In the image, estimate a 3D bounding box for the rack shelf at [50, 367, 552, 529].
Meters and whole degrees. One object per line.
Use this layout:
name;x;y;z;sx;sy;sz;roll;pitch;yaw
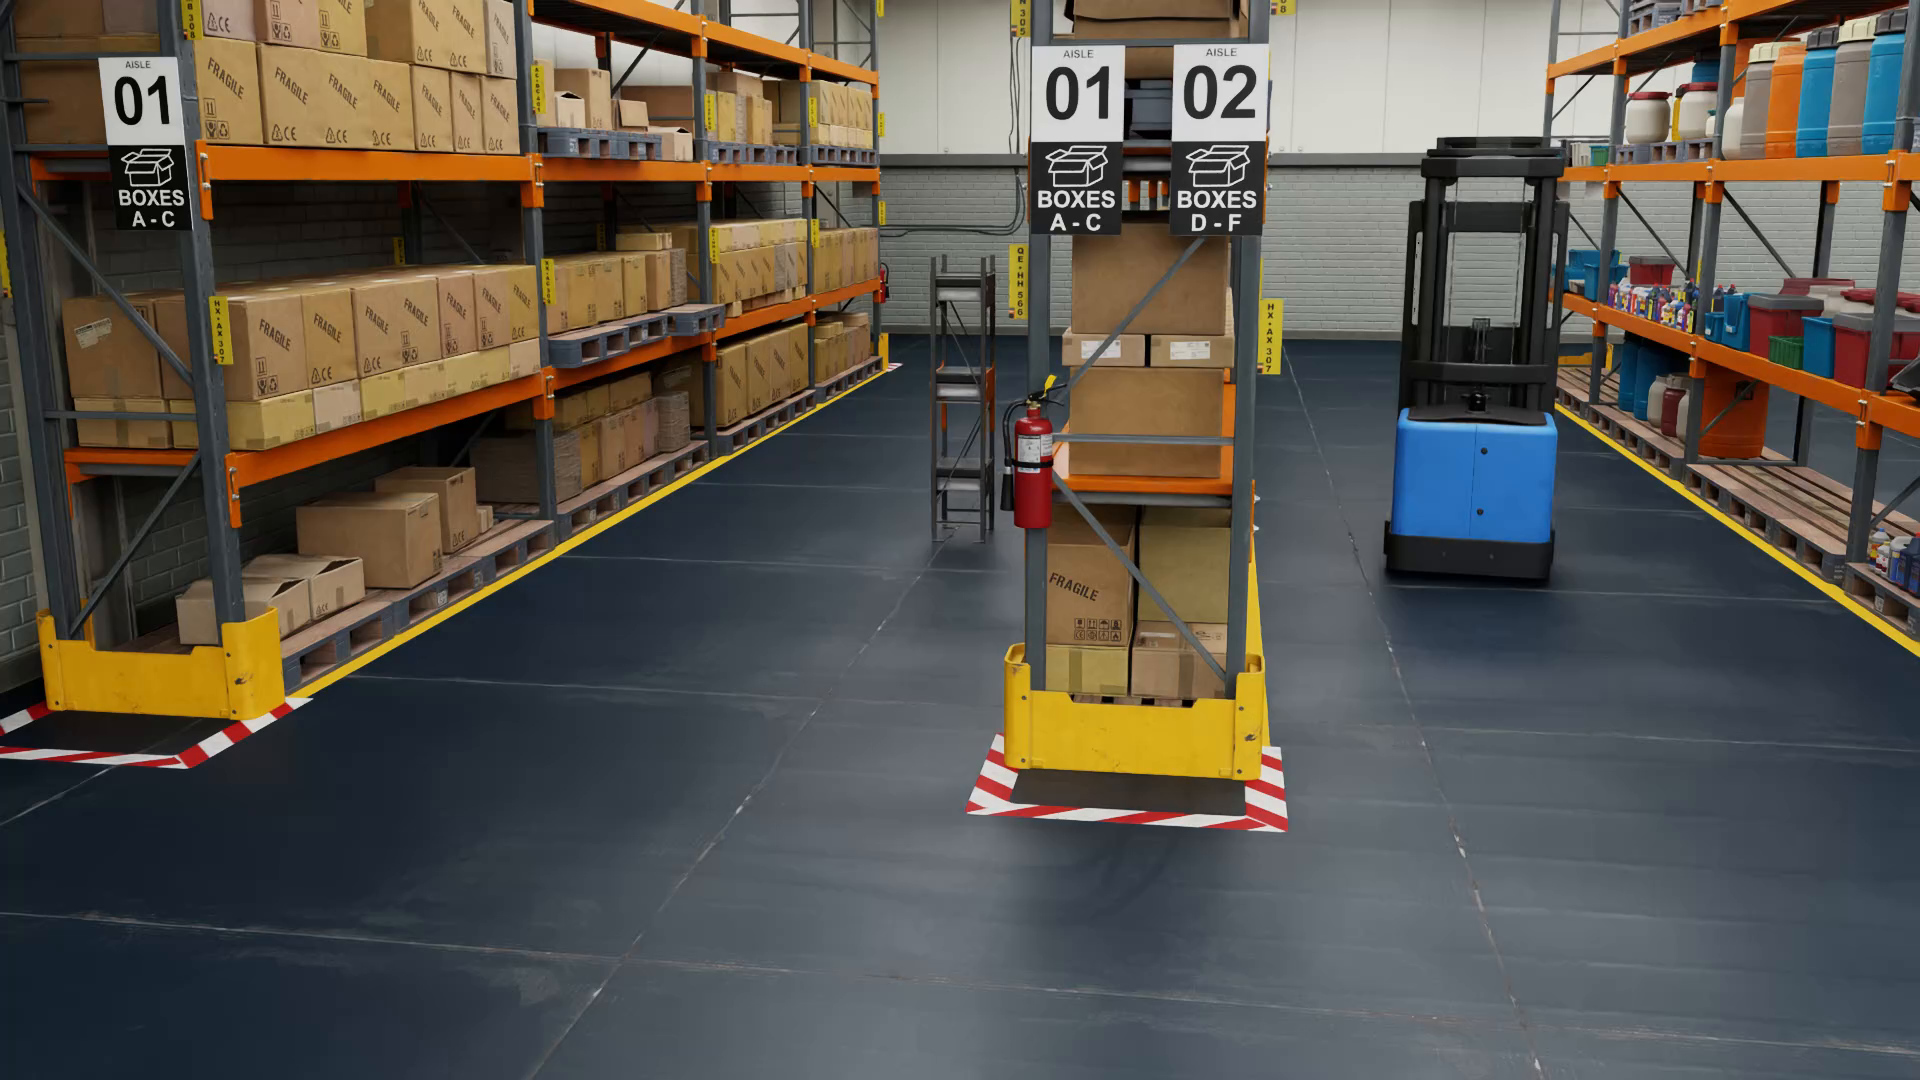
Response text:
rack shelf;-3.785;-0.667;10.175;1.077;0.370;4.000;2;12;9

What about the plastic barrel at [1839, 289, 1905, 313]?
plastic barrel;6.855;-1.615;12.546;0.433;0.535;0.433;0;12;0

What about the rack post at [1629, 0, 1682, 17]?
rack post;7.381;-5.501;16.836;0.937;0.300;0.954;2;12;8

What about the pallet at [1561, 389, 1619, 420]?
pallet;7.617;-1.570;19.279;1.003;0.211;1.213;2;12;9

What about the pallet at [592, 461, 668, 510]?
pallet;-3.174;-0.489;14.259;1.003;0.211;1.213;2;12;9

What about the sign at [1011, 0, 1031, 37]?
sign;0.269;-2.323;7.121;0.100;0.325;0.005;2;12;9

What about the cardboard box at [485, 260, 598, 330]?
cardboard box;-3.273;-1.920;13.000;0.700;0.500;0.500;3;13;14

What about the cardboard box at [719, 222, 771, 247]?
cardboard box;-2.311;-3.247;17.669;0.500;0.250;0.500;2;12;7

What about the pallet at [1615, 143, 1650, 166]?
pallet;7.518;-3.987;17.202;1.213;0.211;1.003;2;12;9

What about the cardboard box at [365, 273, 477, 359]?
cardboard box;-3.404;-1.421;10.495;0.500;0.500;0.500;2;12;7

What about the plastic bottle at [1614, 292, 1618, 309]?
plastic bottle;7.044;-2.567;17.757;0.097;0.201;0.097;0;12;0

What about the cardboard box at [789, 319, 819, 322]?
cardboard box;-2.052;-2.800;21.764;0.380;0.149;0.250;2;12;8

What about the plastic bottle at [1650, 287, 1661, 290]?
plastic bottle;7.102;-2.437;16.975;0.152;0.276;0.135;2;12;9

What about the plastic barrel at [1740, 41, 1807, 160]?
plastic barrel;6.586;-3.494;13.276;0.600;0.901;0.600;0;12;0

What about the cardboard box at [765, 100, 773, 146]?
cardboard box;-2.491;-4.651;18.553;0.700;0.500;0.500;1;12;6

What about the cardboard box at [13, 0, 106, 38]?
cardboard box;-4.285;-2.714;8.190;0.500;0.500;0.500;2;12;11

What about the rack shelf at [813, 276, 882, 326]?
rack shelf;-1.940;-3.165;21.767;1.077;0.370;4.000;2;12;9

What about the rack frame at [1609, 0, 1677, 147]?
rack frame;7.542;-5.712;17.637;1.000;3.000;0.127;2;12;9

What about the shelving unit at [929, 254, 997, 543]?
shelving unit;0.025;-1.061;12.432;0.431;2.100;0.503;2;12;9

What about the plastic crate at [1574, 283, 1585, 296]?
plastic crate;7.449;-2.916;19.414;0.437;0.125;0.590;2;12;9

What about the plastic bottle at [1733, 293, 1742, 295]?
plastic bottle;7.526;-2.254;16.128;0.152;0.276;0.135;2;12;9

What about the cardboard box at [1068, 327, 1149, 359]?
cardboard box;0.712;-0.949;7.999;0.380;0.149;0.250;2;12;10

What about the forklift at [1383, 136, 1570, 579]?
forklift;3.809;-1.437;12.206;1.130;2.935;3.031;4;13;16

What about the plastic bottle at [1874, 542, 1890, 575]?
plastic bottle;5.814;0.112;10.451;0.097;0.201;0.097;0;12;0

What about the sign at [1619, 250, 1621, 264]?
sign;8.703;-3.677;22.049;0.100;0.325;0.005;2;12;9

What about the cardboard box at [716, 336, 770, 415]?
cardboard box;-2.479;-1.753;17.613;0.750;0.750;0.750;2;12;8

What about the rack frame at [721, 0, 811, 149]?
rack frame;-2.247;-6.033;19.127;1.000;3.000;0.127;2;12;9

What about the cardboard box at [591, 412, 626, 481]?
cardboard box;-3.233;-0.796;13.955;0.700;0.500;0.500;2;12;9

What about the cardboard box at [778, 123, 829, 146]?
cardboard box;-1.880;-4.883;20.032;0.500;0.250;0.500;2;12;8

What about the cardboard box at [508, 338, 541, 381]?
cardboard box;-3.251;-1.263;11.542;0.500;0.250;0.500;2;12;9

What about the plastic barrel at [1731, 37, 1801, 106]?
plastic barrel;7.017;-3.946;14.548;0.600;0.830;0.708;2;12;9

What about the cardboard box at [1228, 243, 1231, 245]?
cardboard box;2.437;-2.825;17.247;0.700;0.500;0.500;-1;12;-6

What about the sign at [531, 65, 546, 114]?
sign;-2.940;-3.138;11.587;0.100;0.325;0.005;2;12;9

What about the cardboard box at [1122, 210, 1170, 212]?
cardboard box;1.356;-1.866;10.714;0.700;0.500;0.500;2;12;9

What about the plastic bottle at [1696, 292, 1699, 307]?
plastic bottle;7.520;-2.415;16.885;0.097;0.271;0.097;0;12;0

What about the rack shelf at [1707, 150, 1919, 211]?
rack shelf;6.619;-2.645;12.234;1.077;0.370;4.000;2;12;9

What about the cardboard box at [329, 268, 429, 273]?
cardboard box;-3.839;-1.539;11.045;0.500;0.500;0.500;2;12;8

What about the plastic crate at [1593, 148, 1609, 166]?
plastic crate;7.308;-4.240;18.430;0.450;0.188;0.662;2;12;9

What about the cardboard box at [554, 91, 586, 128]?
cardboard box;-3.220;-3.302;12.792;0.500;0.311;0.500;2;12;10

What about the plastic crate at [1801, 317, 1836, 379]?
plastic crate;6.174;-1.346;11.656;0.392;0.384;0.575;2;12;9

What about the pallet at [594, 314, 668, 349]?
pallet;-3.126;-1.760;13.997;1.003;0.211;1.213;2;12;9

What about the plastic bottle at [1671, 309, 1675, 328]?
plastic bottle;6.684;-2.080;15.495;0.097;0.201;0.097;0;12;0

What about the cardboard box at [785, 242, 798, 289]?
cardboard box;-2.138;-3.094;18.737;0.500;0.500;0.500;2;12;9

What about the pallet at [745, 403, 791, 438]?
pallet;-2.477;-1.319;18.114;1.003;0.211;1.213;2;12;9

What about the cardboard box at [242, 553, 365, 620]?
cardboard box;-3.810;0.237;9.610;0.500;0.311;0.500;3;13;13

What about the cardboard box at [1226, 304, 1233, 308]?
cardboard box;1.353;-1.258;9.433;0.380;0.149;0.250;2;12;11

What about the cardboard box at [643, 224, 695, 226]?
cardboard box;-2.966;-3.049;16.749;0.500;0.250;0.500;1;12;7

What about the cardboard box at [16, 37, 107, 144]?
cardboard box;-4.279;-2.222;8.280;0.500;0.500;0.500;3;12;13

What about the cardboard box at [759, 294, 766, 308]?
cardboard box;-2.310;-2.590;17.939;0.380;0.149;0.250;2;12;10

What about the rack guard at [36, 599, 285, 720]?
rack guard;-4.081;0.604;8.505;1.175;0.500;0.348;2;12;9

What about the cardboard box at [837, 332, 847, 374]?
cardboard box;-1.869;-2.447;21.665;0.700;0.500;0.500;2;12;10

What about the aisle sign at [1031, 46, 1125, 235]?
aisle sign;0.502;-1.709;7.134;0.394;0.787;0.004;2;12;9

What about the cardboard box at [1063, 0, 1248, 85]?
cardboard box;0.895;-2.353;7.595;0.797;0.503;0.637;3;12;13

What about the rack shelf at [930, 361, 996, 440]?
rack shelf;0.025;-1.048;12.435;0.431;0.518;0.480;2;12;9

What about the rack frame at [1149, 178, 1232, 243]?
rack frame;2.648;-2.941;19.018;1.000;3.000;0.127;2;12;9
